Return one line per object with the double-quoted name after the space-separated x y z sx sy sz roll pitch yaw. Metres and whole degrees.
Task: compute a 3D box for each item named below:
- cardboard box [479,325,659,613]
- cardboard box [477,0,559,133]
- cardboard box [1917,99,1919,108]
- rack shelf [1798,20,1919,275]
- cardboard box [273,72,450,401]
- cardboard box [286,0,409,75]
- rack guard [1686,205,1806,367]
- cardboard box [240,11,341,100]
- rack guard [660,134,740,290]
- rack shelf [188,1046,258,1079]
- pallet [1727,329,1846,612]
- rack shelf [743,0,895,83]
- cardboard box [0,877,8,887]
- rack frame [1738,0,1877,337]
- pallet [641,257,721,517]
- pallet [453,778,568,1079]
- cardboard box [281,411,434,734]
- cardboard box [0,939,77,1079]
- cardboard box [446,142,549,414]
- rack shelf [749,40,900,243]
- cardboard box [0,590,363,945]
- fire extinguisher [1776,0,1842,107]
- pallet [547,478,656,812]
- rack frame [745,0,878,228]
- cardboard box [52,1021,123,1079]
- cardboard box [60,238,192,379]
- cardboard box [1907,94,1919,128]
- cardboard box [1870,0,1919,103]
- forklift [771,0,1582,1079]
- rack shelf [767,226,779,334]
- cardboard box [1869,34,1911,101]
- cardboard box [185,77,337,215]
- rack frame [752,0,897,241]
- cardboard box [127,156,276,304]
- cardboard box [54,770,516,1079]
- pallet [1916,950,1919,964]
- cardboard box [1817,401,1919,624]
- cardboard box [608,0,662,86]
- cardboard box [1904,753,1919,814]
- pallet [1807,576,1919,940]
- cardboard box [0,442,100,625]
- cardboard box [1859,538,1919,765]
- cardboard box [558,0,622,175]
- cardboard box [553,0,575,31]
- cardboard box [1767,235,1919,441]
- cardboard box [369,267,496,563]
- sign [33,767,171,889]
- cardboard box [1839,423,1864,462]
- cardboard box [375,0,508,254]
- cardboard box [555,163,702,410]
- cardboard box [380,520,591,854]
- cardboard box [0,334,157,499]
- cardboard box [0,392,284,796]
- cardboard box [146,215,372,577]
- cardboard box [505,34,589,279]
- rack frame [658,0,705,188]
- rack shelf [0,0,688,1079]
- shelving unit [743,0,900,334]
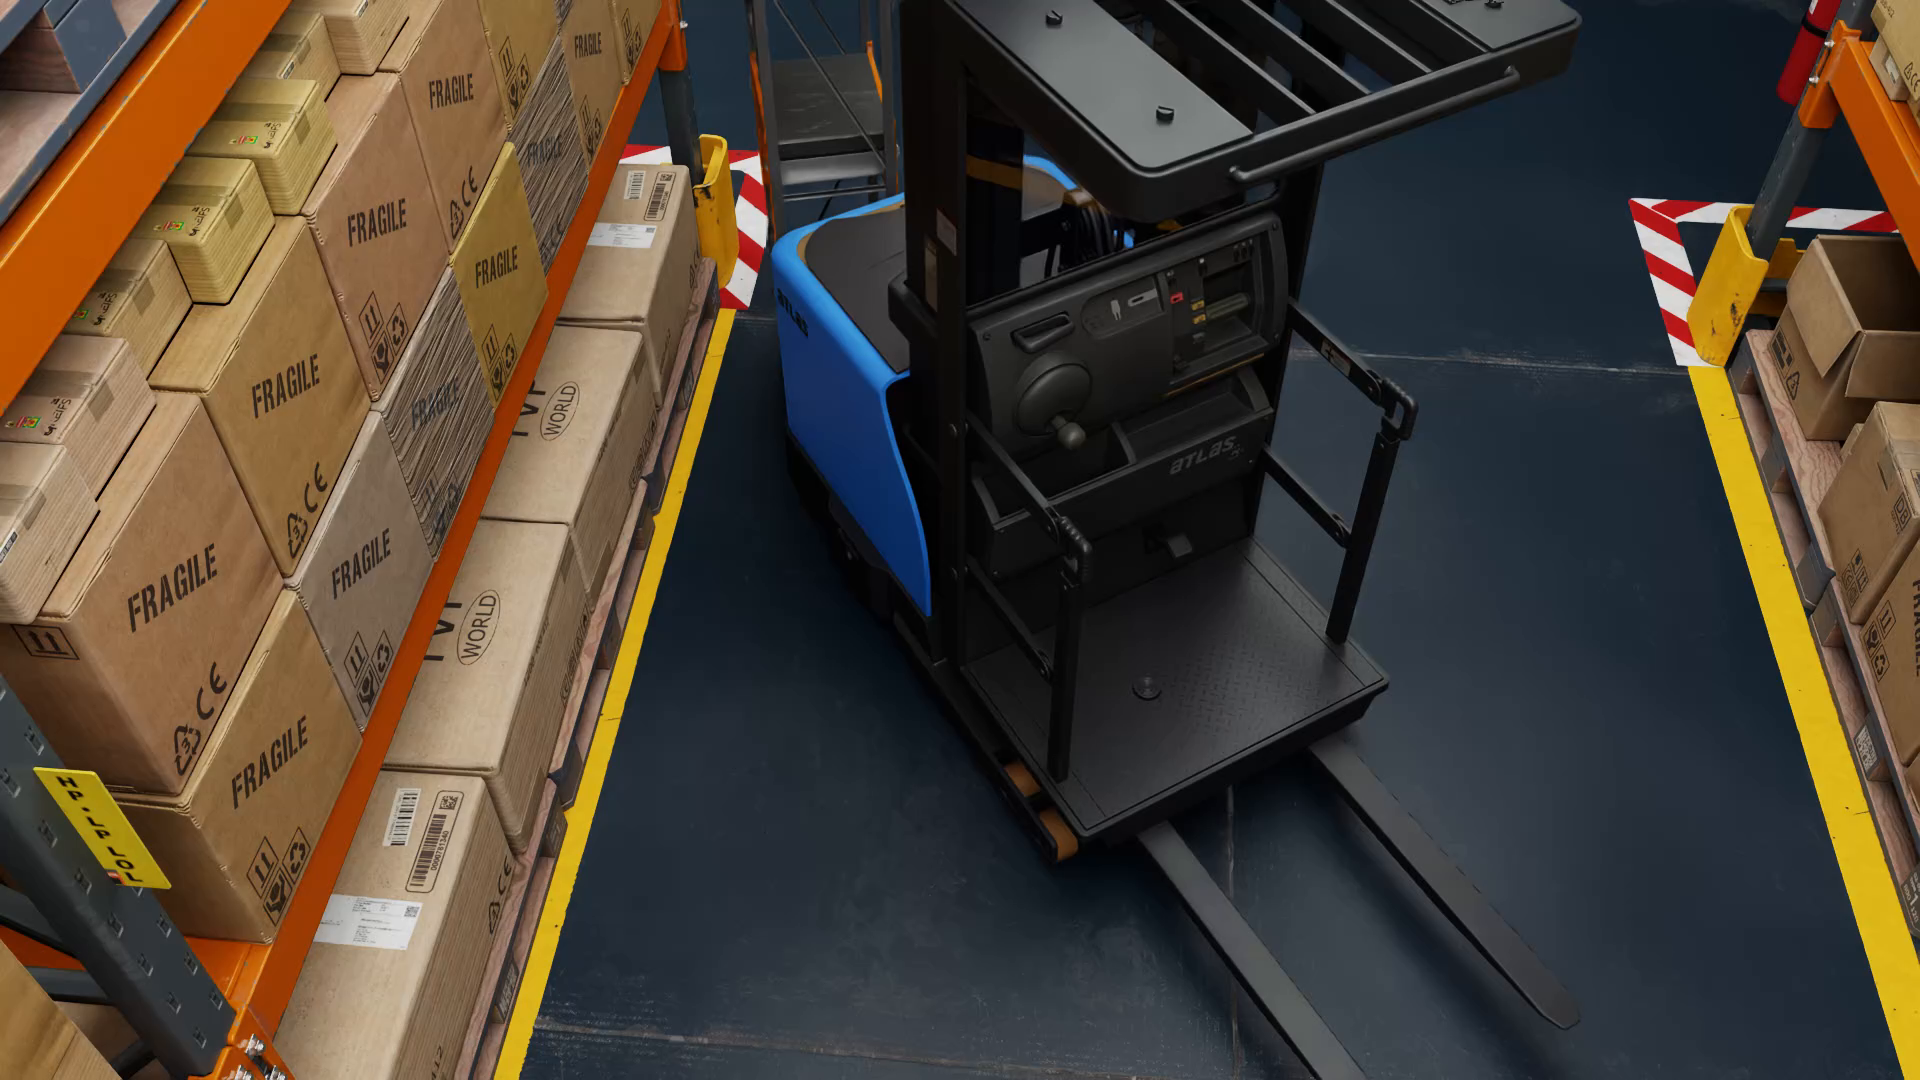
-1.538 -0.267 5.413 0.875 0.438 0.875 5 48 5 "cardboard box"
-1.376 -1.406 4.258 0.500 0.500 0.500 4 48 3 "cardboard box"
3.085 -1.187 4.703 0.500 0.250 0.500 4 48 4 "cardboard box"
3.258 -0.111 4.306 1.077 0.370 4.000 4 48 4 "rack shelf"
-1.472 -0.666 3.581 0.500 0.500 0.500 5 48 4 "cardboard box"
-1.422 -1.138 3.573 0.380 0.149 0.250 4 48 4 "cardboard box"
3.434 -0.924 6.256 1.175 0.500 0.348 4 48 4 "rack guard"
-1.513 -0.962 3.412 0.380 0.149 0.250 4 48 3 "cardboard box"
-1.500 -1.329 6.626 1.175 0.500 0.348 4 48 4 "rack guard"
-2.049 2.497 1.921 1.077 0.370 4.000 4 48 4 "rack shelf"
3.362 -0.240 5.827 1.003 0.211 1.213 4 48 4 "pallet"
-0.447 -1.751 4.999 0.431 0.518 0.480 -8 48 -7 "rack shelf"
-2.079 0.393 3.290 0.500 0.500 0.500 4 48 4 "cardboard box"
3.441 -1.823 5.385 1.000 3.000 0.127 4 48 4 "rack frame"
-1.498 -0.621 6.175 1.003 0.211 1.213 4 48 4 "pallet"
-1.720 1.172 4.535 1.003 0.211 1.213 4 48 4 "pallet"
-1.514 0.054 3.600 0.500 0.500 0.500 4 48 4 "cardboard box"
-1.658 0.759 2.278 0.500 0.500 0.500 5 48 5 "cardboard box"
-1.415 -0.689 4.280 0.500 0.500 0.500 5 48 5 "cardboard box"
-0.447 -1.279 5.515 0.431 0.518 0.480 -8 48 -7 "rack shelf"
-1.564 0.424 3.262 0.500 0.500 0.500 5 48 5 "cardboard box"
2.994 -1.811 5.678 0.296 0.674 0.183 4 48 4 "fire extinguisher"
-1.611 0.274 5.357 1.003 0.211 1.213 4 48 4 "pallet"
-0.492 -1.465 5.667 0.400 2.100 0.015 -8 48 -7 "rack frame"
-1.665 1.007 2.559 0.500 0.250 0.500 4 48 3 "cardboard box"
-1.591 -0.400 2.898 0.380 0.149 0.250 3 48 3 "cardboard box"
3.160 -1.326 5.100 0.380 0.149 0.250 5 48 4 "cardboard box"
3.131 -1.558 5.042 0.500 0.250 0.500 4 48 4 "cardboard box"
0.567 -0.440 4.166 1.130 2.935 3.031 -23 52 -20 "forklift"
-0.447 -0.806 6.032 0.431 0.518 0.480 -8 48 -7 "rack shelf"
3.138 -1.516 5.274 0.380 0.149 0.250 4 48 3 "cardboard box"
-1.455 -0.772 3.238 0.380 0.149 0.250 3 48 2 "cardboard box"
-0.402 -1.111 5.343 0.400 2.100 0.015 -8 48 -7 "rack frame"
-1.508 -0.578 3.061 0.380 0.149 0.250 4 48 3 "cardboard box"
-1.703 1.054 4.205 0.875 0.438 0.875 3 48 3 "cardboard box"
3.140 1.552 4.187 1.003 0.211 1.213 4 48 4 "pallet"
3.174 -0.053 5.175 0.700 0.500 0.500 6 48 5 "cardboard box"
-1.283 -1.816 5.310 0.500 0.500 0.500 4 48 4 "cardboard box"
3.079 0.710 4.477 0.700 0.500 0.500 2 48 2 "cardboard box"
3.248 0.654 5.009 1.003 0.211 1.213 4 48 4 "pallet"
-1.580 -0.020 2.550 0.380 0.149 0.250 3 48 3 "cardboard box"
3.026 0.329 4.826 0.500 0.500 0.500 5 48 4 "cardboard box"
-1.344 -1.448 4.974 0.500 0.500 0.500 3 48 3 "cardboard box"
-1.328 -1.769 4.590 0.500 0.500 0.500 4 48 4 "cardboard box"
3.291 -0.680 5.746 0.797 0.503 0.637 2 48 2 "cardboard box"
-1.462 -0.311 3.934 0.500 0.500 0.500 4 48 4 "cardboard box"
-1.326 0.450 2.575 0.100 0.325 0.005 4 48 4 "sign"
3.213 -0.250 5.594 0.380 0.149 0.250 2 48 2 "cardboard box"
-1.424 -1.037 3.920 0.500 0.500 0.500 4 48 3 "cardboard box"
-1.463 -0.940 6.029 0.875 0.438 0.875 2 48 2 "cardboard box"
-1.622 0.396 4.807 0.875 0.438 0.875 3 48 2 "cardboard box"
-1.573 -0.209 2.724 0.380 0.149 0.250 5 48 4 "cardboard box"
-1.583 0.080 2.899 0.500 0.500 0.500 4 48 4 "cardboard box"
-1.530 -0.291 3.238 0.500 0.500 0.500 3 48 3 "cardboard box"
-1.381 -1.070 4.628 0.500 0.500 0.500 5 48 5 "cardboard box"
-1.503 -2.154 5.688 1.000 3.000 0.127 4 48 4 "rack frame"
-1.685 -0.442 4.609 1.077 0.370 4.000 4 48 4 "rack shelf"
-0.447 -1.288 5.505 0.431 2.100 0.503 -8 48 -7 "shelving unit"
